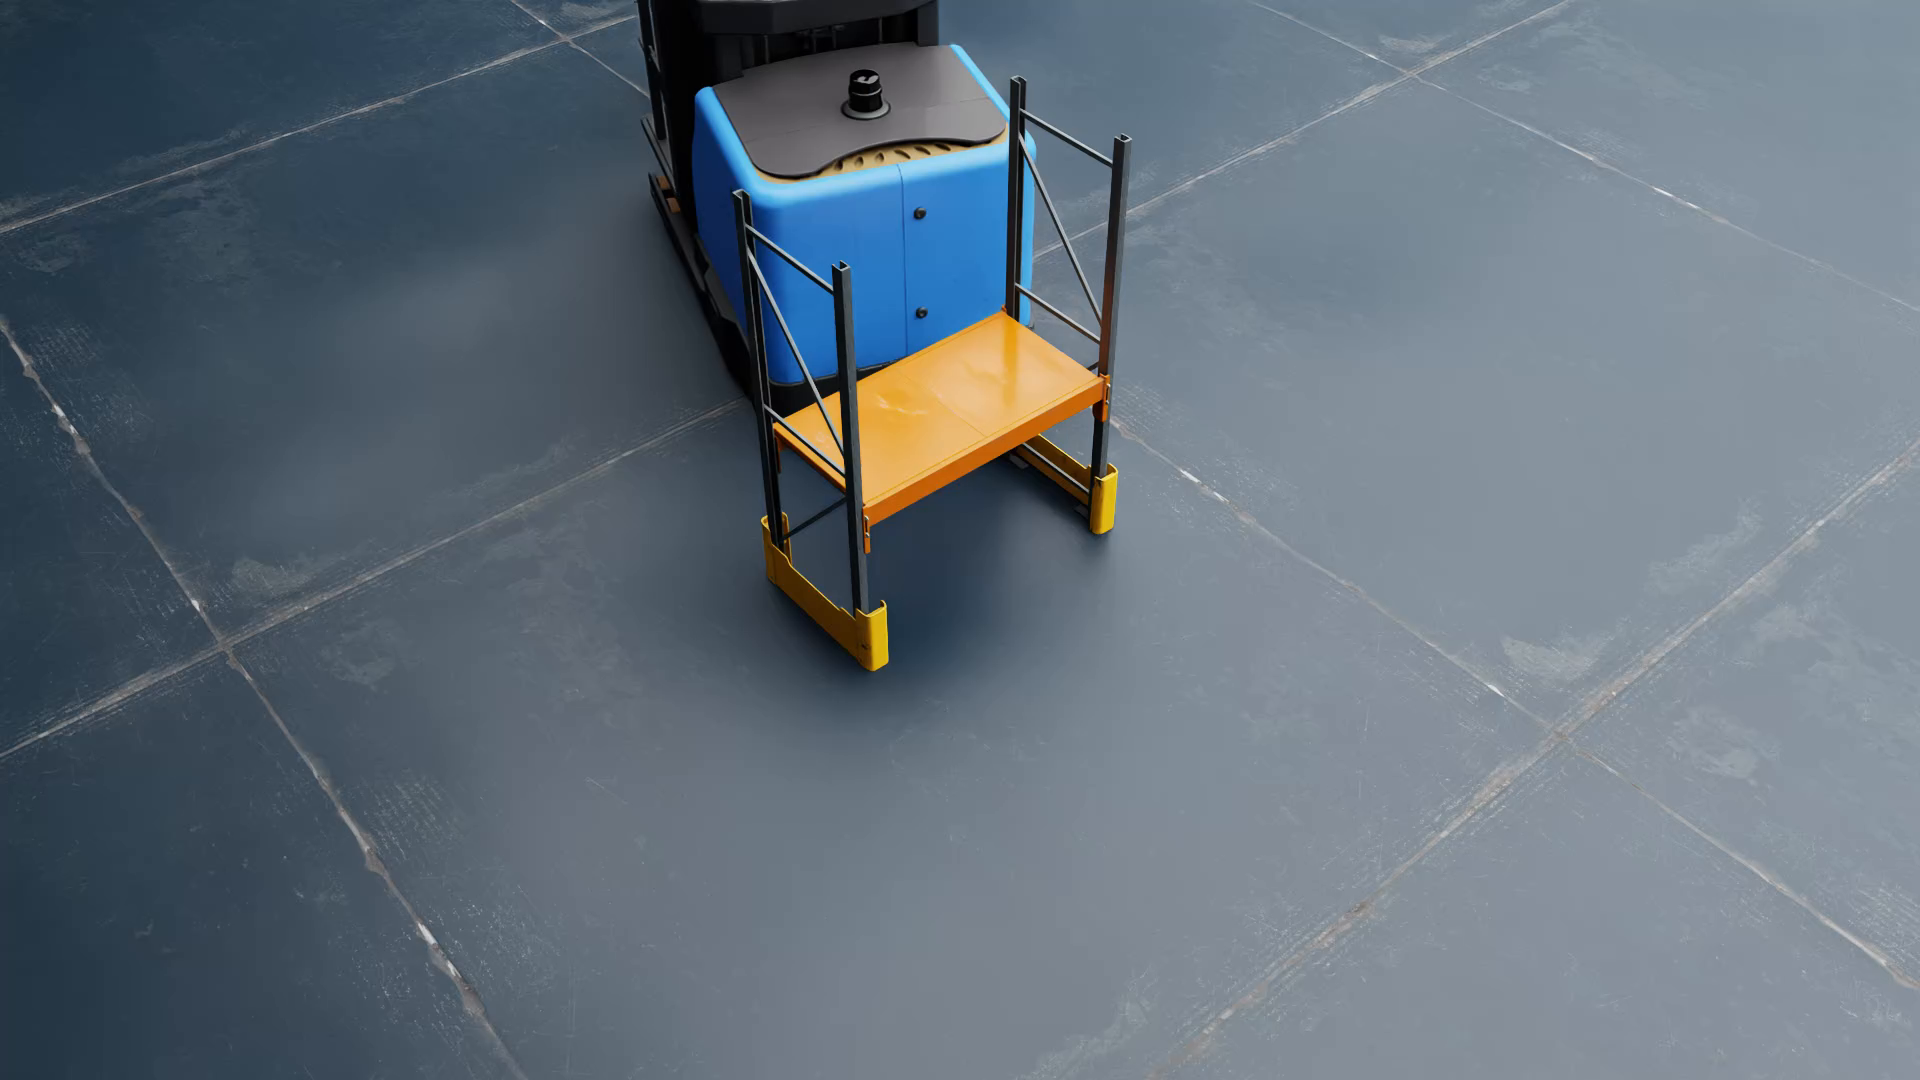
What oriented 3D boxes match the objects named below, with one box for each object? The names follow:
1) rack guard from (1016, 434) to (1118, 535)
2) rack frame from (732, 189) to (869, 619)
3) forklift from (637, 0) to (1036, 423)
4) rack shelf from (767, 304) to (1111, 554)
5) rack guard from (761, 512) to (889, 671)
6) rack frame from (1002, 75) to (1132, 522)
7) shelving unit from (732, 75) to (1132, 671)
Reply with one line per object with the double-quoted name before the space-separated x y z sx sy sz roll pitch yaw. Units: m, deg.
"rack guard" 0.324 -0.276 5.862 0.087 0.250 0.587 -30 51 -28
"rack frame" -0.455 -0.286 4.959 0.032 1.500 0.500 -30 51 -28
"forklift" -0.709 -2.462 6.230 1.130 2.935 3.031 -14 45 -15
"rack shelf" -0.065 -0.378 5.320 1.000 0.185 0.538 -30 51 -28
"rack guard" -0.440 0.161 5.396 0.087 0.250 0.587 -30 51 -28
"rack frame" 0.324 -0.733 5.434 0.032 1.500 0.500 -30 51 -28
"shelving unit" -0.058 -0.513 5.201 1.083 1.500 0.587 -30 51 -28
